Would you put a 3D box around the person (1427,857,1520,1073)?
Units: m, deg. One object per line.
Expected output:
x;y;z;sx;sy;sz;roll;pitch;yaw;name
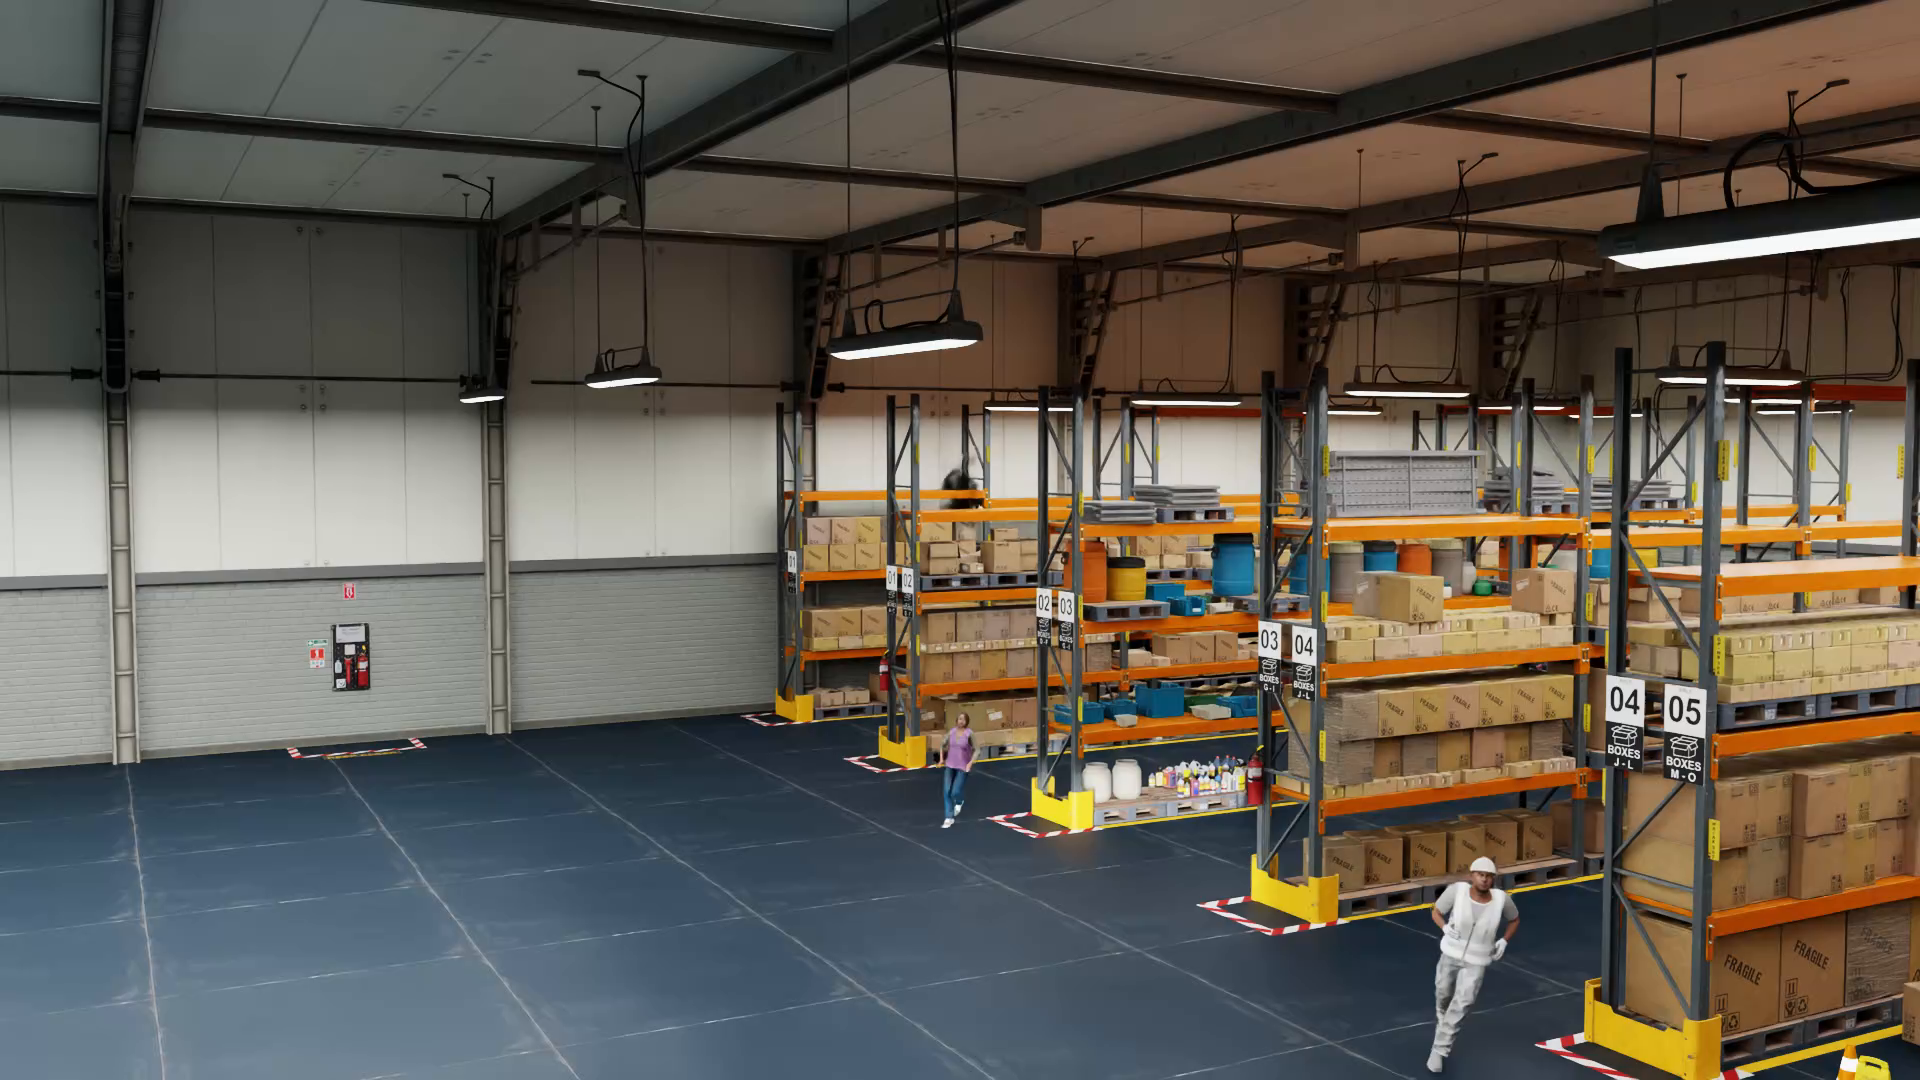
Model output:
4.299;3.502;13.938;0.697;1.750;0.948;2;4;25;person

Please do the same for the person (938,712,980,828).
-0.025;3.121;22.690;0.586;1.560;0.504;1;3;21;person
